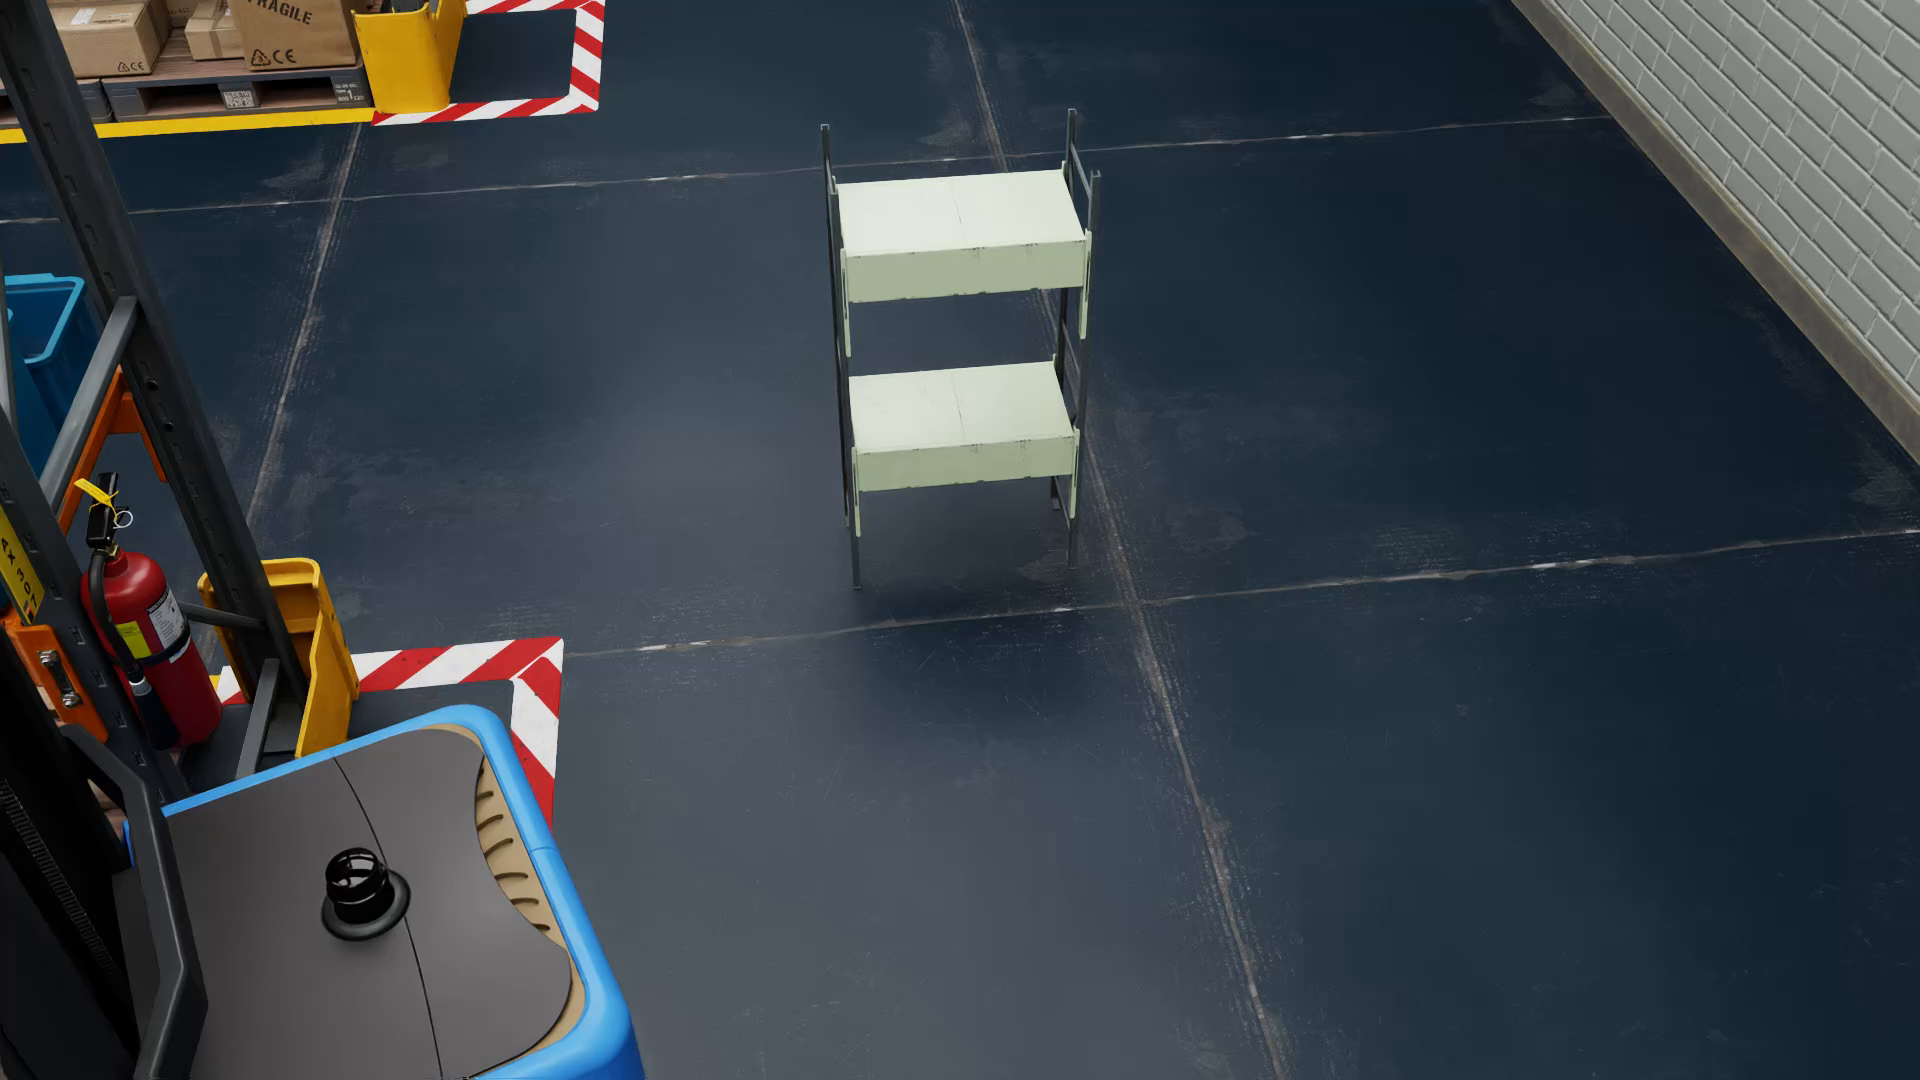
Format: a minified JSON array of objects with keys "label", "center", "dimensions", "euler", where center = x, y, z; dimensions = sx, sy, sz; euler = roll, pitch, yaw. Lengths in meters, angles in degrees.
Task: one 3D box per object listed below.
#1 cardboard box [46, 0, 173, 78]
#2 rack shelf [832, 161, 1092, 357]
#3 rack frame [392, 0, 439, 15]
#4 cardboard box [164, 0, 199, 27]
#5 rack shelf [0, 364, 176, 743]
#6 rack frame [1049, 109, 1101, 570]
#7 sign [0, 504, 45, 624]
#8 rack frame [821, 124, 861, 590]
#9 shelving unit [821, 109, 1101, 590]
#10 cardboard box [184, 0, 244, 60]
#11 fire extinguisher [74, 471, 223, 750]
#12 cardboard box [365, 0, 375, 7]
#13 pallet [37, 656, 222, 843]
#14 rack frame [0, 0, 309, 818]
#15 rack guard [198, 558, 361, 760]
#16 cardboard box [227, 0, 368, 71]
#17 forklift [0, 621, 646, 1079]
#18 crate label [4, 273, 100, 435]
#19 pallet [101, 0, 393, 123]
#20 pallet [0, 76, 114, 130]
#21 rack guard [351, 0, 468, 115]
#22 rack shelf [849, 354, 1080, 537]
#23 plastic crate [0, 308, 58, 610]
[{"label":"cardboard box","center":[-4.106,-2.440,7.940],"dimensions":[0.500,0.250,0.500],"euler":[-5,42,-6]},{"label":"rack shelf","center":[-0.007,-0.846,4.986],"dimensions":[0.720,0.370,0.431],"euler":[-5,42,-6]},{"label":"rack frame","center":[-2.653,-3.571,7.470],"dimensions":[0.127,3.000,1.000],"euler":[-5,42,-6]},{"label":"cardboard box","center":[-3.724,-2.811,8.352],"dimensions":[0.500,0.250,0.500],"euler":[-5,42,-6]},{"label":"rack shelf","center":[-3.997,0.160,3.870],"dimensions":[4.000,0.370,1.077],"euler":[-5,42,-6]},{"label":"rack frame","center":[0.356,-0.588,5.282],"dimensions":[0.023,1.500,0.400],"euler":[-5,42,-6]},{"label":"sign","center":[-1.927,0.022,3.364],"dimensions":[0.005,0.325,0.100],"euler":[-5,42,-6]},{"label":"rack frame","center":[-0.370,-0.525,5.212],"dimensions":[0.023,1.500,0.400],"euler":[-5,42,-6]},{"label":"shelving unit","center":[-0.007,-0.556,5.247],"dimensions":[0.755,1.500,0.431],"euler":[-5,42,-6]},{"label":"cardboard box","center":[-3.573,-2.496,8.065],"dimensions":[0.250,0.166,0.380],"euler":[-5,42,-6]},{"label":"fire extinguisher","center":[-1.806,0.175,3.653],"dimensions":[0.183,0.674,0.296],"euler":[-5,42,-6]},{"label":"cardboard box","center":[-3.113,-2.868,8.490],"dimensions":[0.250,0.149,0.380],"euler":[-5,42,-6]},{"label":"pallet","center":[-2.837,0.800,4.705],"dimensions":[1.213,0.211,1.003],"euler":[-5,42,-6]},{"label":"rack frame","center":[-2.014,-0.281,3.822],"dimensions":[0.127,3.000,1.000],"euler":[-5,42,-6]},{"label":"rack guard","center":[-1.992,0.636,4.671],"dimensions":[0.348,0.500,1.175],"euler":[-5,42,-6]},{"label":"cardboard box","center":[-3.160,-2.595,7.926],"dimensions":[0.500,0.500,0.500],"euler":[-5,42,-6]},{"label":"forklift","center":[-2.162,0.808,2.666],"dimensions":[3.031,2.935,1.130],"euler":[-20,46,-21]},{"label":"crate label","center":[-2.302,-0.438,4.077],"dimensions":[0.303,0.233,0.416],"euler":[-5,42,-6]},{"label":"pallet","center":[-3.518,-2.459,8.319],"dimensions":[1.213,0.211,1.003],"euler":[-5,42,-6]},{"label":"pallet","center":[-4.726,-2.355,8.204],"dimensions":[1.213,0.211,1.003],"euler":[-5,42,-6]},{"label":"rack guard","center":[-2.728,-2.636,8.299],"dimensions":[0.348,0.500,1.175],"euler":[-5,42,-6]},{"label":"rack shelf","center":[-0.007,-0.314,5.465],"dimensions":[0.720,0.370,0.431],"euler":[-5,42,-6]},{"label":"plastic crate","center":[-2.322,-0.163,3.620],"dimensions":[0.499,0.435,0.616],"euler":[-5,42,-6]}]
